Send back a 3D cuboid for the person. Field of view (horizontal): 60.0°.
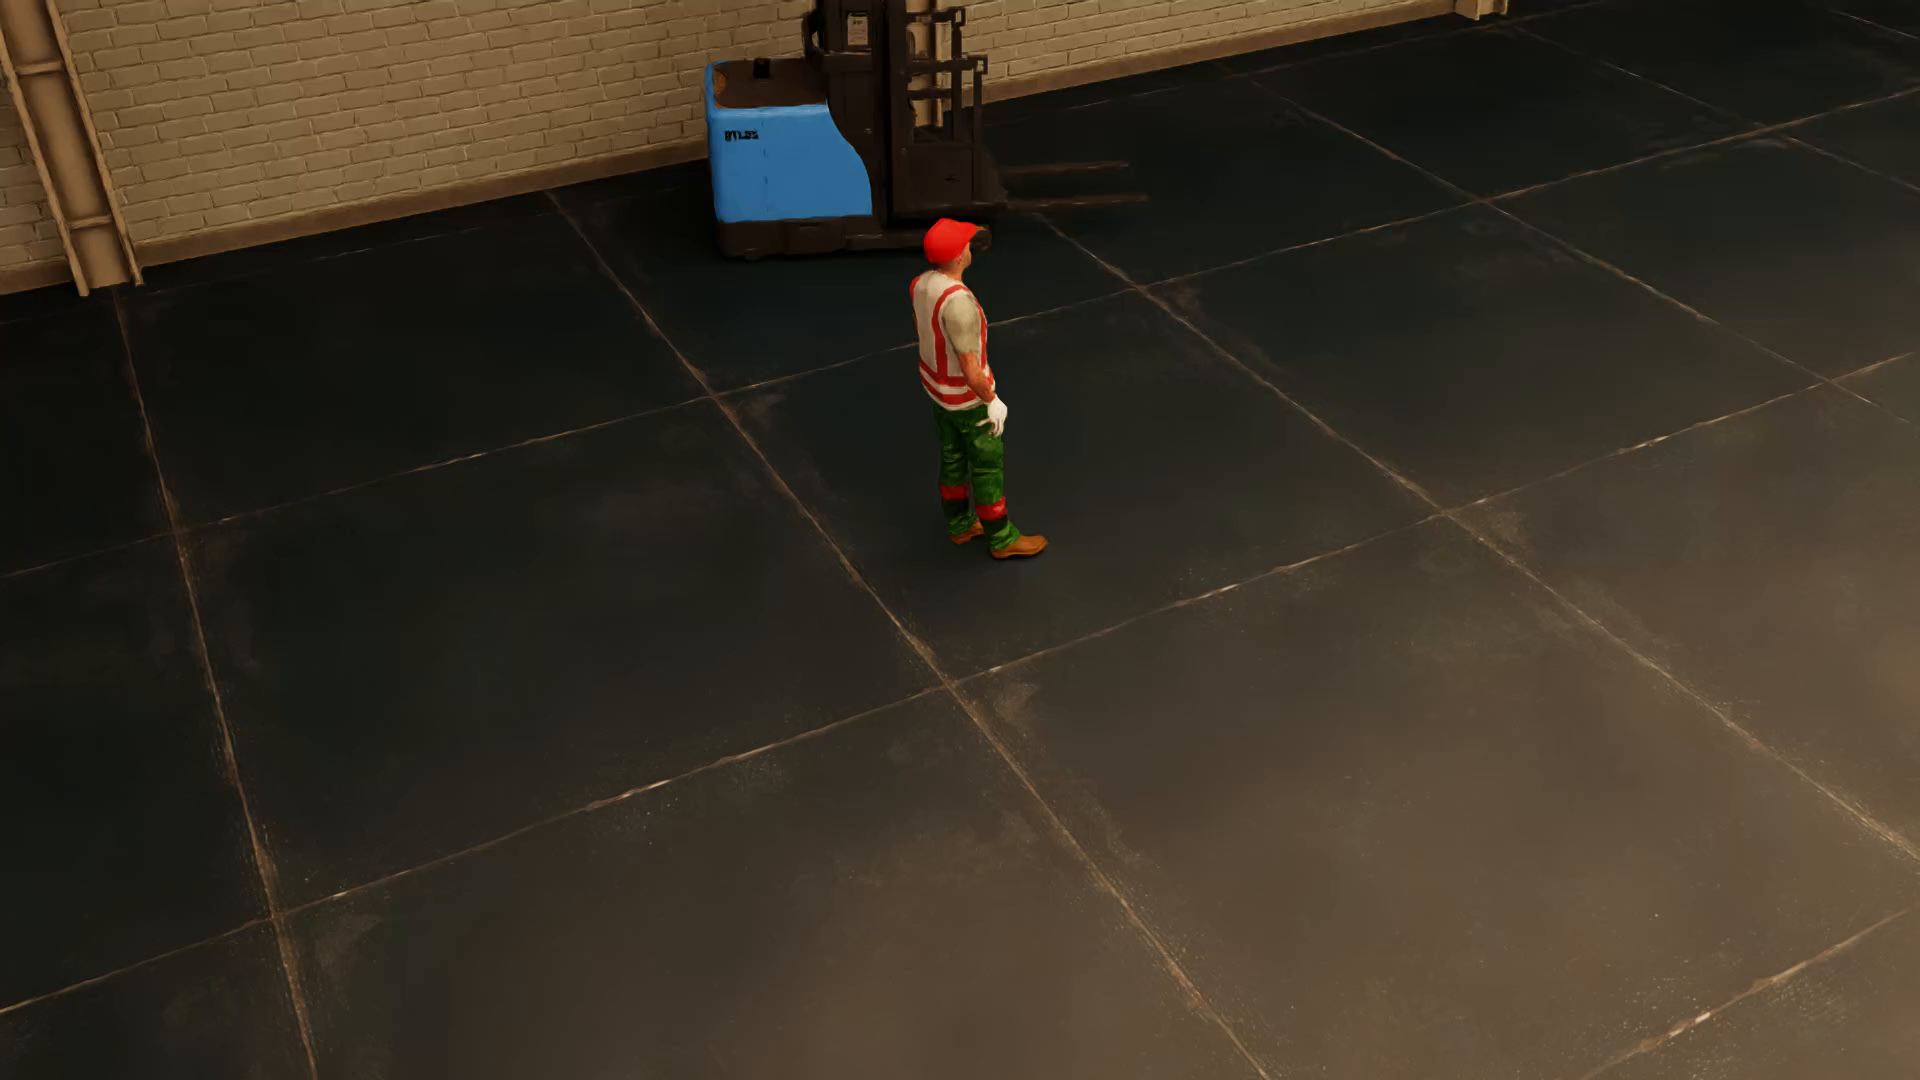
[{"bbox_3d":[0.076,-0.752,8.165,0.563,1.787,0.637,-17,39,-23],"label":"person"}]

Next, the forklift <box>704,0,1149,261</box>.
[{"bbox_3d":[-0.218,-3.476,11.040,3.031,2.935,1.130,-5,36,-7],"label":"forklift"}]
